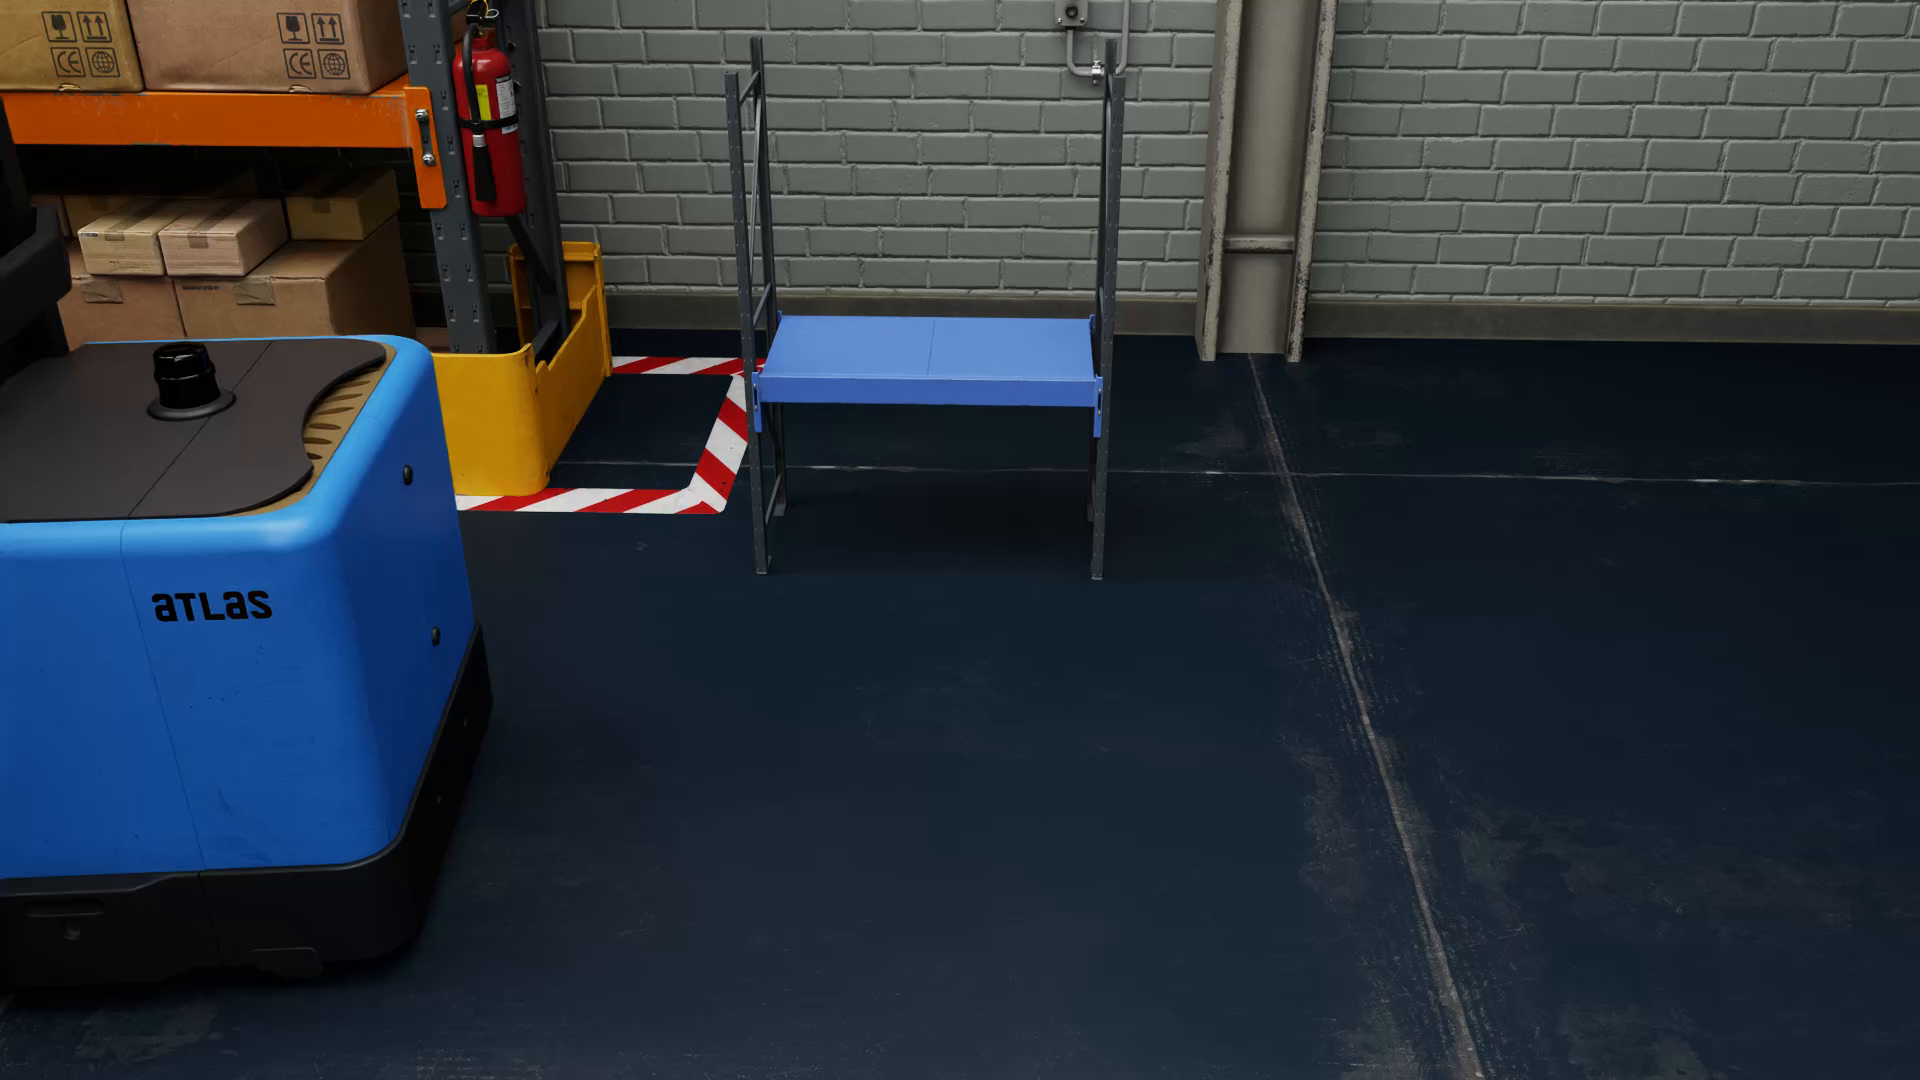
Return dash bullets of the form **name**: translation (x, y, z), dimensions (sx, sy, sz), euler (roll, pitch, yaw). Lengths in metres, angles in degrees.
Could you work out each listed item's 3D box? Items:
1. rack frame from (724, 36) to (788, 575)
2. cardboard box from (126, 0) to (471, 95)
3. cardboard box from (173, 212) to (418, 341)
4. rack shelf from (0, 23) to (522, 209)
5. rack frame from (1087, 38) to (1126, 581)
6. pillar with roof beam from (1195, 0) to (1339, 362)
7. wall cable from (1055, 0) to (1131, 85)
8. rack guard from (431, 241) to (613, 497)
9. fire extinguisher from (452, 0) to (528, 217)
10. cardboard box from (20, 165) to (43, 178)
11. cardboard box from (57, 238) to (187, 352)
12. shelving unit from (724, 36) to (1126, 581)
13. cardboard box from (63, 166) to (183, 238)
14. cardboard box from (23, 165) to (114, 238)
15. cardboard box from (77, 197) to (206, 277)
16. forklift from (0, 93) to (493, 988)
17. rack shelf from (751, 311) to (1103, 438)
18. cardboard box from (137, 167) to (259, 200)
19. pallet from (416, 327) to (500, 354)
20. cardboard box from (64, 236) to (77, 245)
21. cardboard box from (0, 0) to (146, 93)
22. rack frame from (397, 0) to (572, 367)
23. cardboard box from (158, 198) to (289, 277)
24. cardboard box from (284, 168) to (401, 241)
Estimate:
- **rack frame**: translation (-0.593, -0.672, 4.917), dimensions (0.032, 1.500, 0.500), euler (1, 28, 2)
- **cardboard box**: translation (-2.080, -1.882, 5.277), dimensions (0.700, 0.700, 0.980), euler (2, 28, 4)
- **cardboard box**: translation (-2.273, -0.791, 5.761), dimensions (0.500, 0.500, 0.700), euler (1, 28, 2)
- **rack shelf**: translation (-3.569, -1.461, 5.571), dimensions (4.000, 0.370, 1.077), euler (1, 28, 2)
- **rack frame**: translation (0.423, -0.656, 4.886), dimensions (0.032, 1.500, 0.500), euler (1, 28, 2)
- **pillar with roof beam**: translation (1.007, -2.741, 0.813), dimensions (0.400, 9.000, 9.100), euler (1, 28, 2)
- **wall cable**: translation (-0.257, -2.616, 5.897), dimensions (1.851, 1.984, 0.084), euler (1, 28, 2)
- **rack guard**: translation (-1.546, -0.641, 5.925), dimensions (0.348, 0.500, 1.175), euler (1, 28, 2)
- **fire extinguisher**: translation (-1.435, -1.328, 5.033), dimensions (0.183, 0.674, 0.296), euler (1, 28, 2)
- **cardboard box**: translation (-3.408, -1.190, 5.819), dimensions (0.250, 0.149, 0.380), euler (1, 28, 2)
- **cardboard box**: translation (-2.773, -0.800, 5.776), dimensions (0.500, 0.500, 0.700), euler (1, 28, 2)
- **shelving unit**: translation (-0.085, -0.664, 4.901), dimensions (1.048, 1.500, 0.538), euler (1, 28, 2)
- **cardboard box**: translation (-2.897, -1.182, 5.805), dimensions (0.250, 0.149, 0.380), euler (1, 28, 2)
- **cardboard box**: translation (-3.152, -1.186, 5.812), dimensions (0.250, 0.149, 0.380), euler (1, 28, 3)
- **cardboard box**: translation (-2.663, -0.999, 5.459), dimensions (0.250, 0.149, 0.380), euler (2, 28, 3)
- **forklift**: translation (-2.689, -0.560, 3.178), dimensions (3.031, 2.935, 1.130), euler (-2, 28, -3)
- **rack shelf**: translation (-0.085, -0.505, 4.986), dimensions (1.000, 0.185, 0.538), euler (1, 28, 2)
- **cardboard box**: translation (-2.647, -1.177, 5.796), dimensions (0.250, 0.149, 0.380), euler (1, 28, 2)
- **pallet**: translation (-2.372, -0.490, 5.949), dimensions (1.213, 0.211, 1.003), euler (1, 28, 2)
- **cardboard box**: translation (-3.276, -0.808, 5.791), dimensions (0.500, 0.500, 0.700), euler (0, 28, 0)
- **cardboard box**: translation (-2.807, -1.889, 5.290), dimensions (0.700, 0.700, 0.980), euler (1, 28, 1)
- **rack frame**: translation (-1.570, -1.745, 5.340), dimensions (0.127, 3.000, 1.000), euler (1, 28, 2)
- **cardboard box**: translation (-2.408, -0.995, 5.452), dimensions (0.250, 0.149, 0.380), euler (1, 28, 1)
- **cardboard box**: translation (-2.141, -1.169, 5.781), dimensions (0.250, 0.149, 0.380), euler (1, 28, 2)
